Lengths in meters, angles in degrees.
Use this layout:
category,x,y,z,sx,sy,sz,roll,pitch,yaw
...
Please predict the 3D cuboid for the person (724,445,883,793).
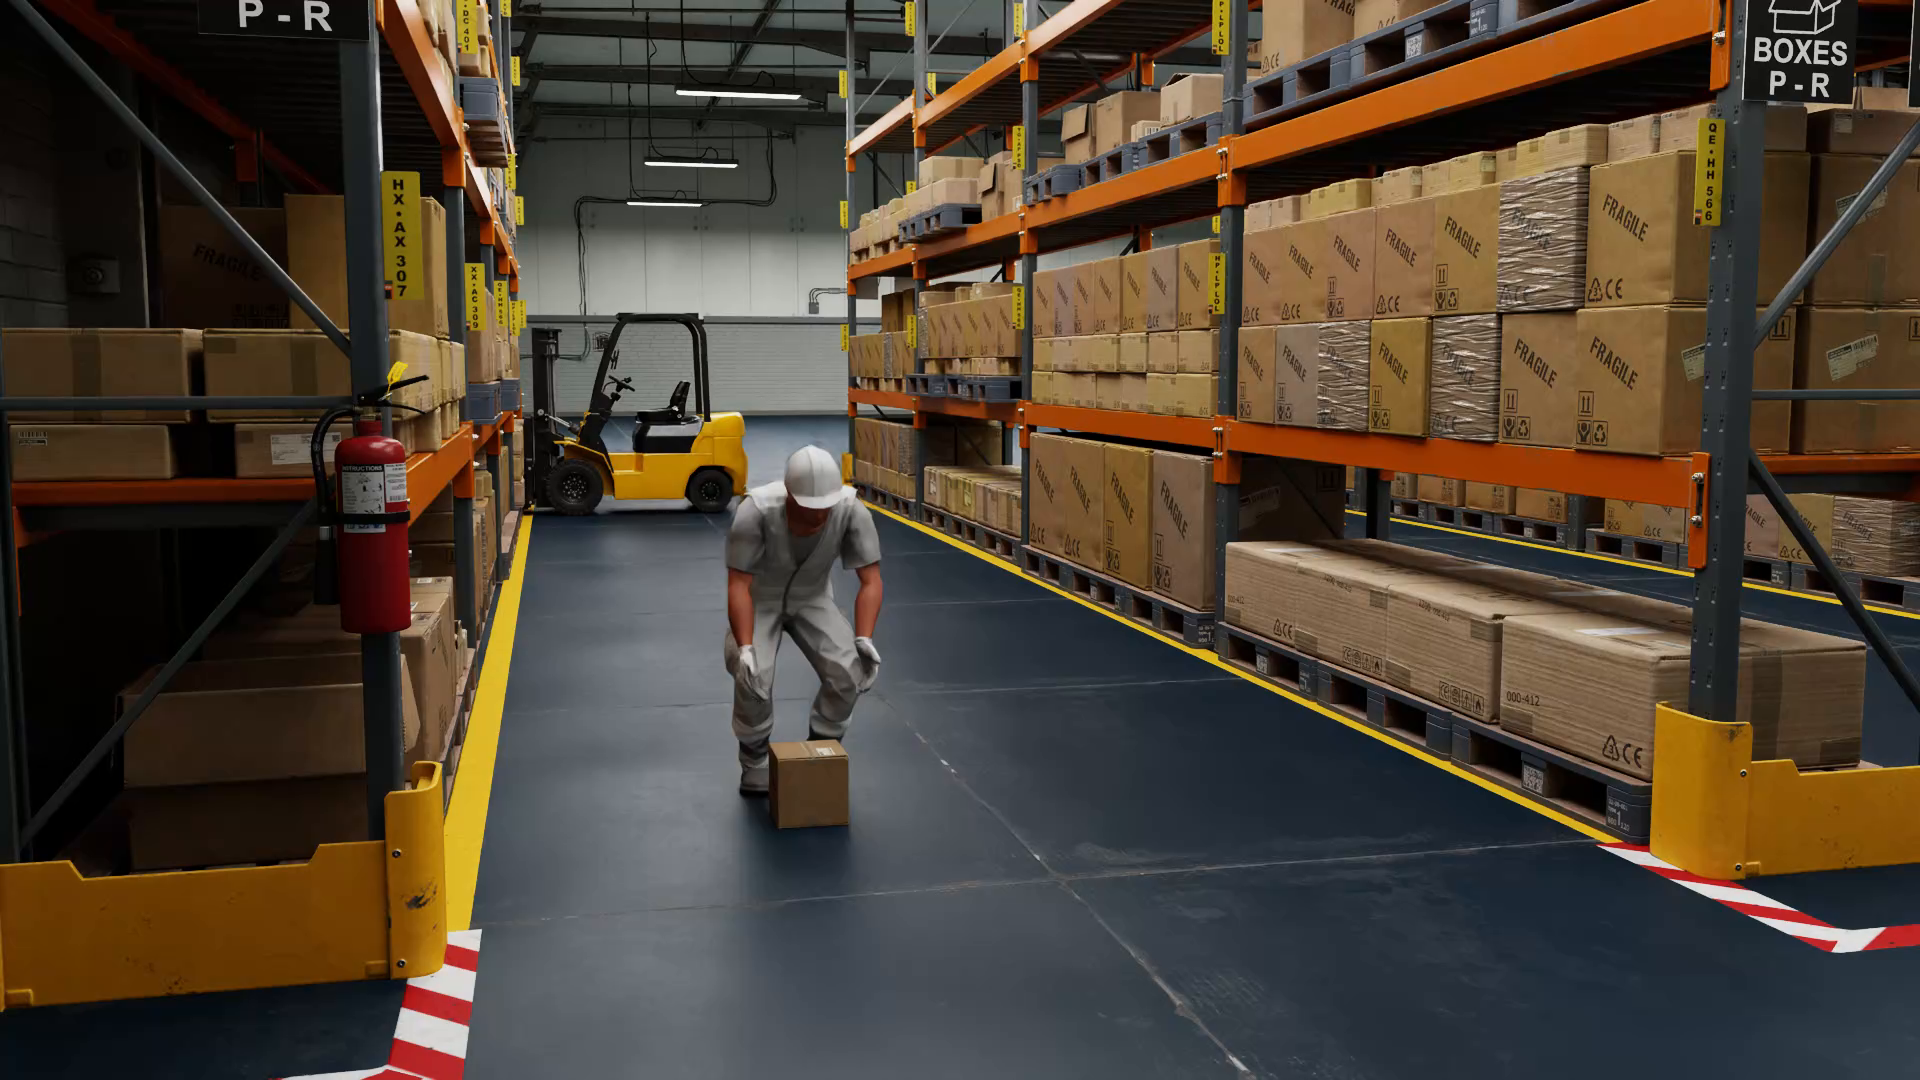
category,x,y,z,sx,sy,sz,roll,pitch,yaw
person,-0.593,0.293,6.237,0.584,1.321,0.808,-1,6,-14
